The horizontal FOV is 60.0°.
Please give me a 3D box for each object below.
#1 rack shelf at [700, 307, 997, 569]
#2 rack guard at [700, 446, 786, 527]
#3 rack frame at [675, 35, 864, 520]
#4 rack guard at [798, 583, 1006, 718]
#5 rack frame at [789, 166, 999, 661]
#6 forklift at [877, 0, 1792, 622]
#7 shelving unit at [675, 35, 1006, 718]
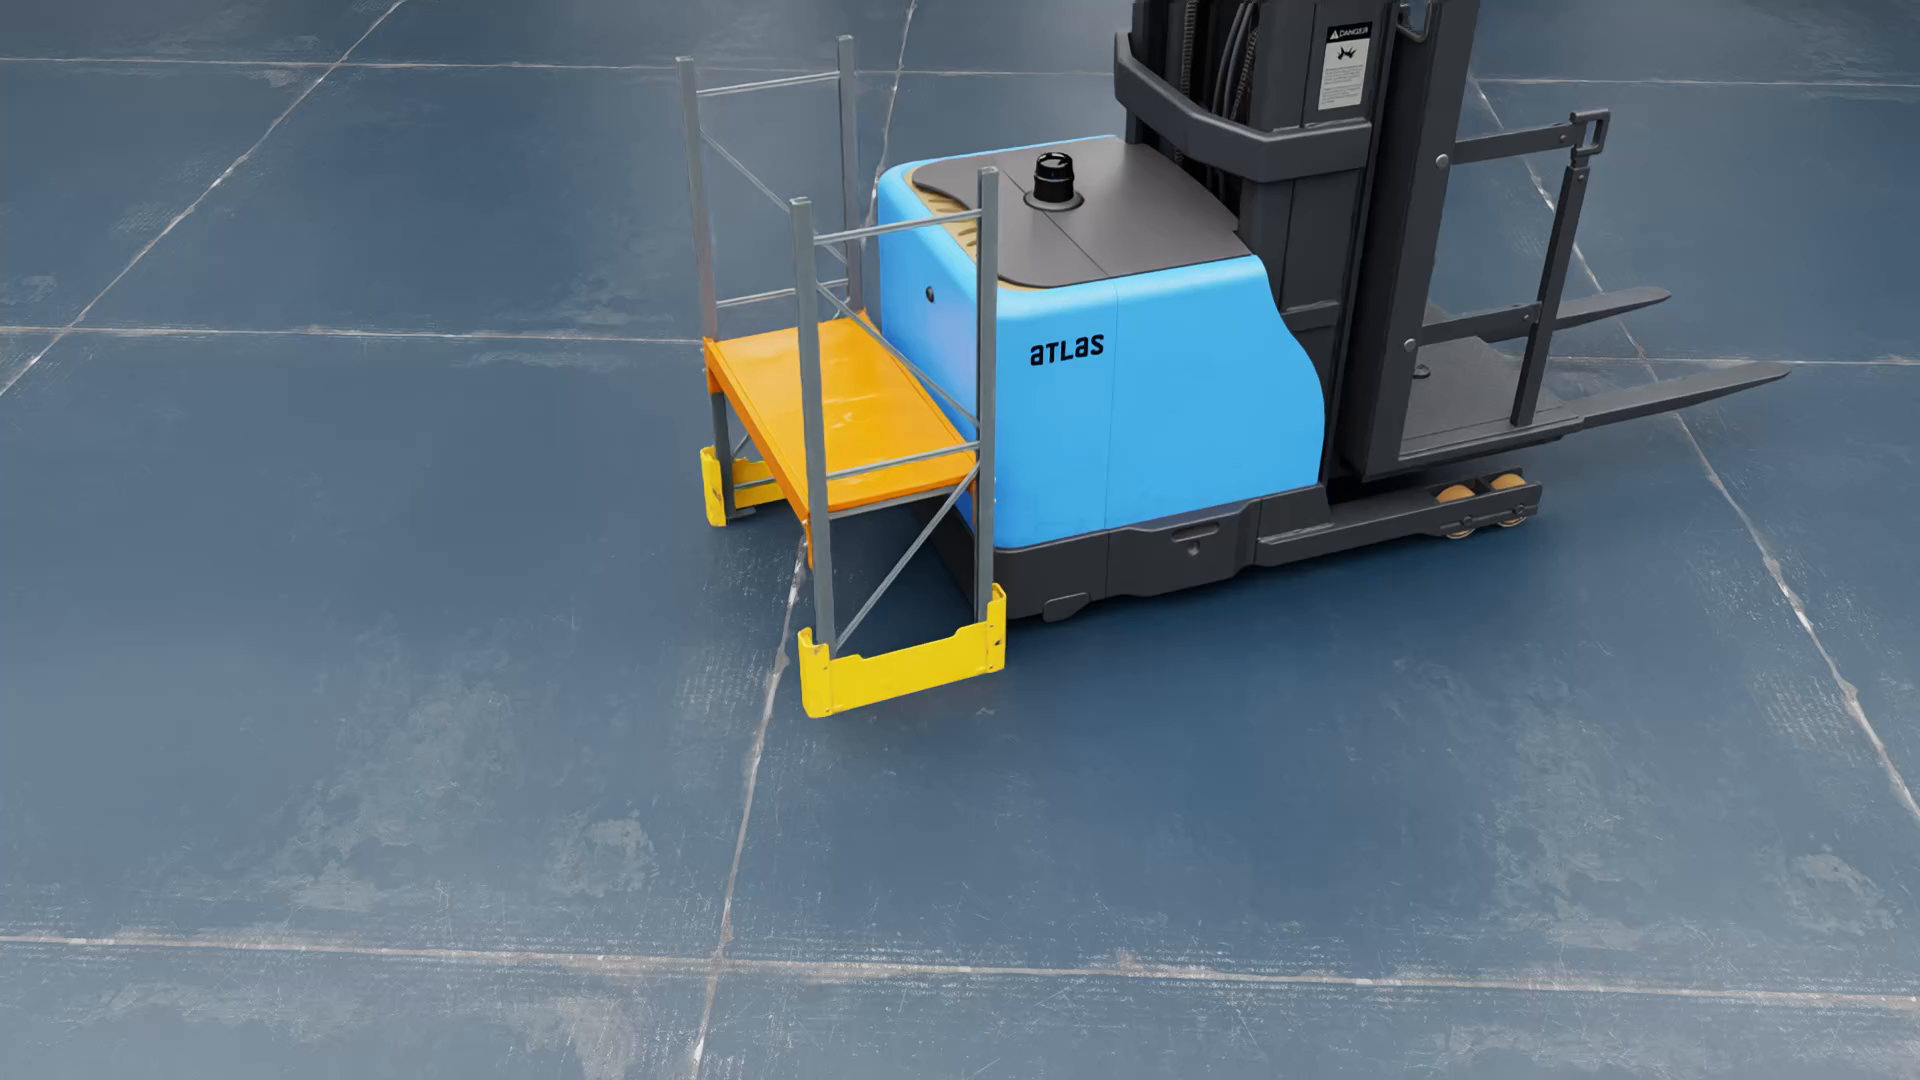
[{"bbox_3d":[-0.340,-0.320,4.714,0.538,0.185,1.000,-13,37,-18],"label":"rack shelf"},{"bbox_3d":[-0.533,-0.225,5.353,0.587,0.250,0.087,-13,37,-18],"label":"rack guard"},{"bbox_3d":[-0.533,-0.737,4.995,0.500,1.500,0.032,-13,37,-18],"label":"rack frame"},{"bbox_3d":[-0.154,0.304,4.600,0.587,0.250,0.087,-13,37,-18],"label":"rack guard"},{"bbox_3d":[-0.146,-0.197,4.226,0.500,1.500,0.032,-13,37,-18],"label":"rack frame"},{"bbox_3d":[1.311,-1.476,4.801,3.031,2.935,1.130,-12,37,-16],"label":"forklift"},{"bbox_3d":[-0.343,-0.472,4.617,0.587,1.500,1.083,-13,37,-18],"label":"shelving unit"}]
